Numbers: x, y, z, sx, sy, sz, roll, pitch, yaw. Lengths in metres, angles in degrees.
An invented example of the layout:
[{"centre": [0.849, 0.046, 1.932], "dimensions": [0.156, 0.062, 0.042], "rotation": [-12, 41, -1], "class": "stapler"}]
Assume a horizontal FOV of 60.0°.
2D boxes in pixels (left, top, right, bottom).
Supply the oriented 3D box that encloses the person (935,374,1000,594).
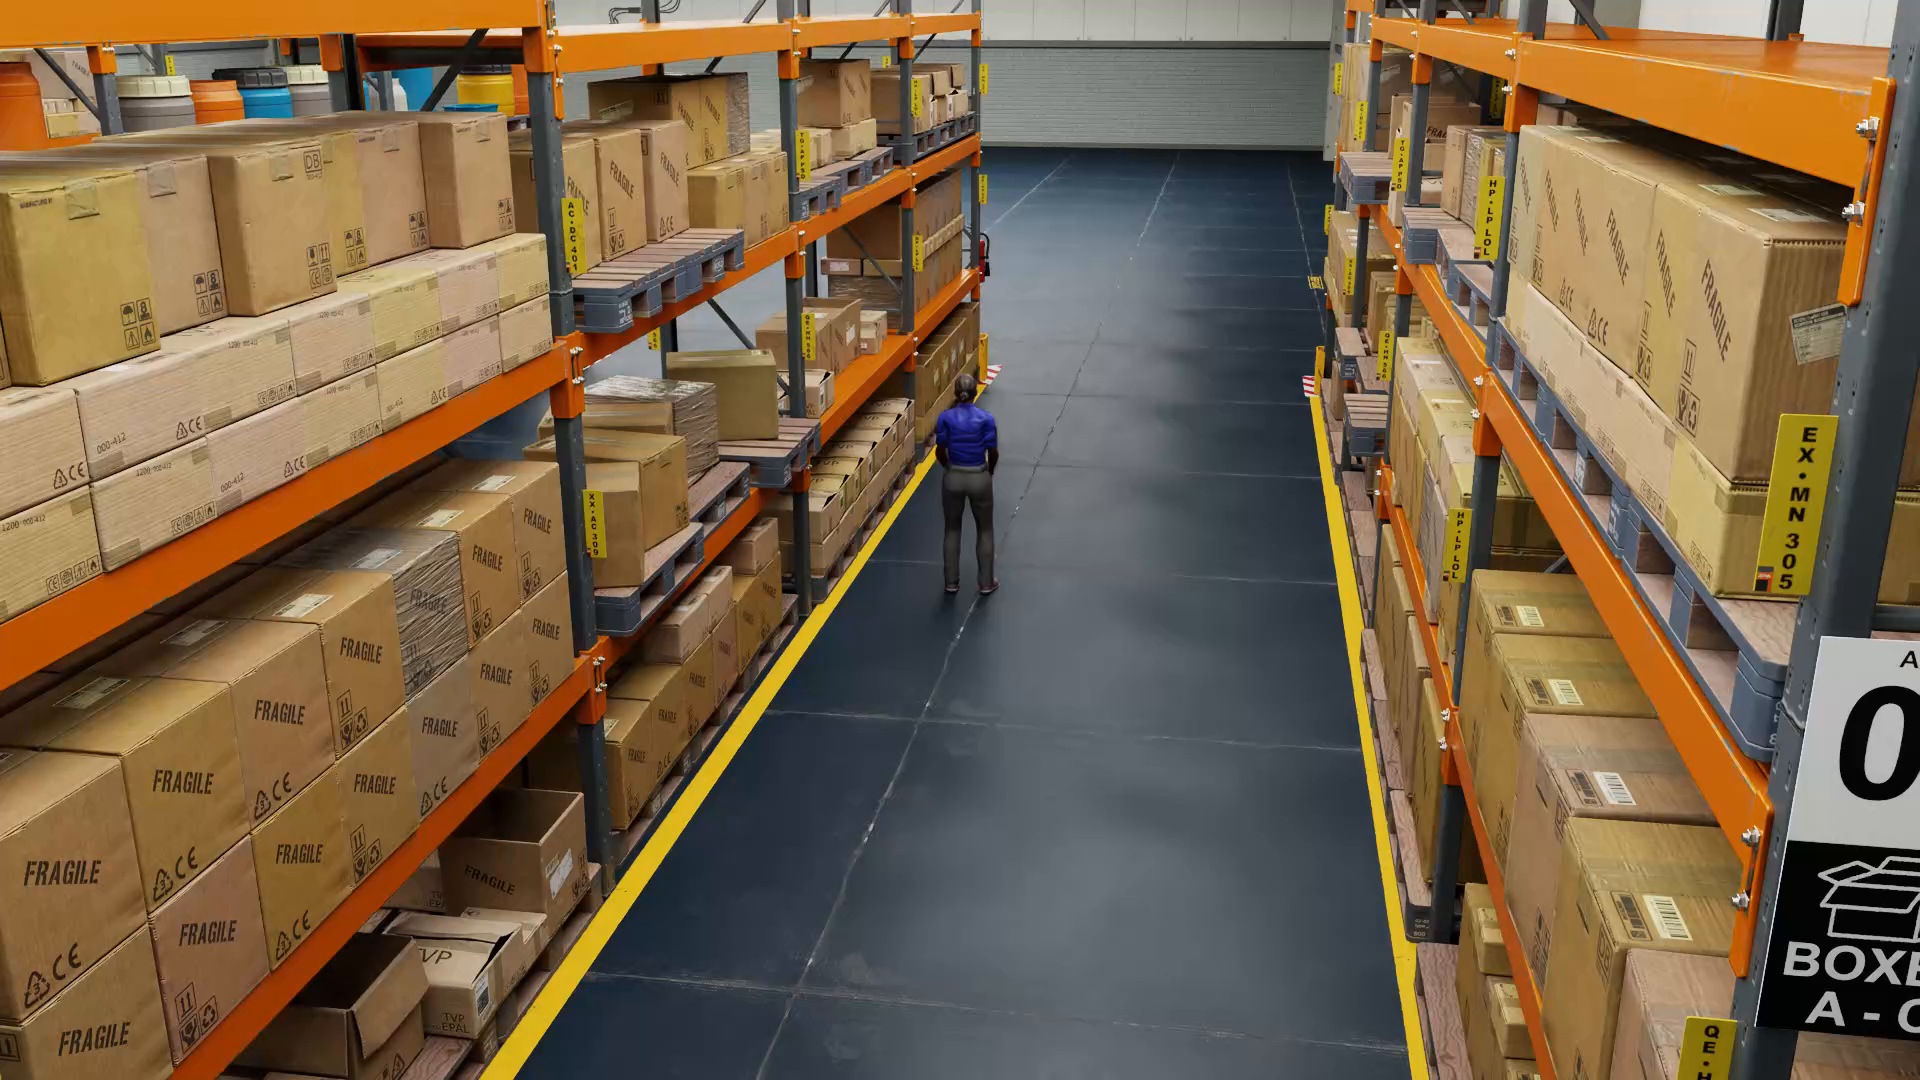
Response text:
[{"centre": [0.058, -0.427, 12.362], "dimensions": [0.478, 1.663, 0.405], "rotation": [2, 18, 7], "class": "person"}]
